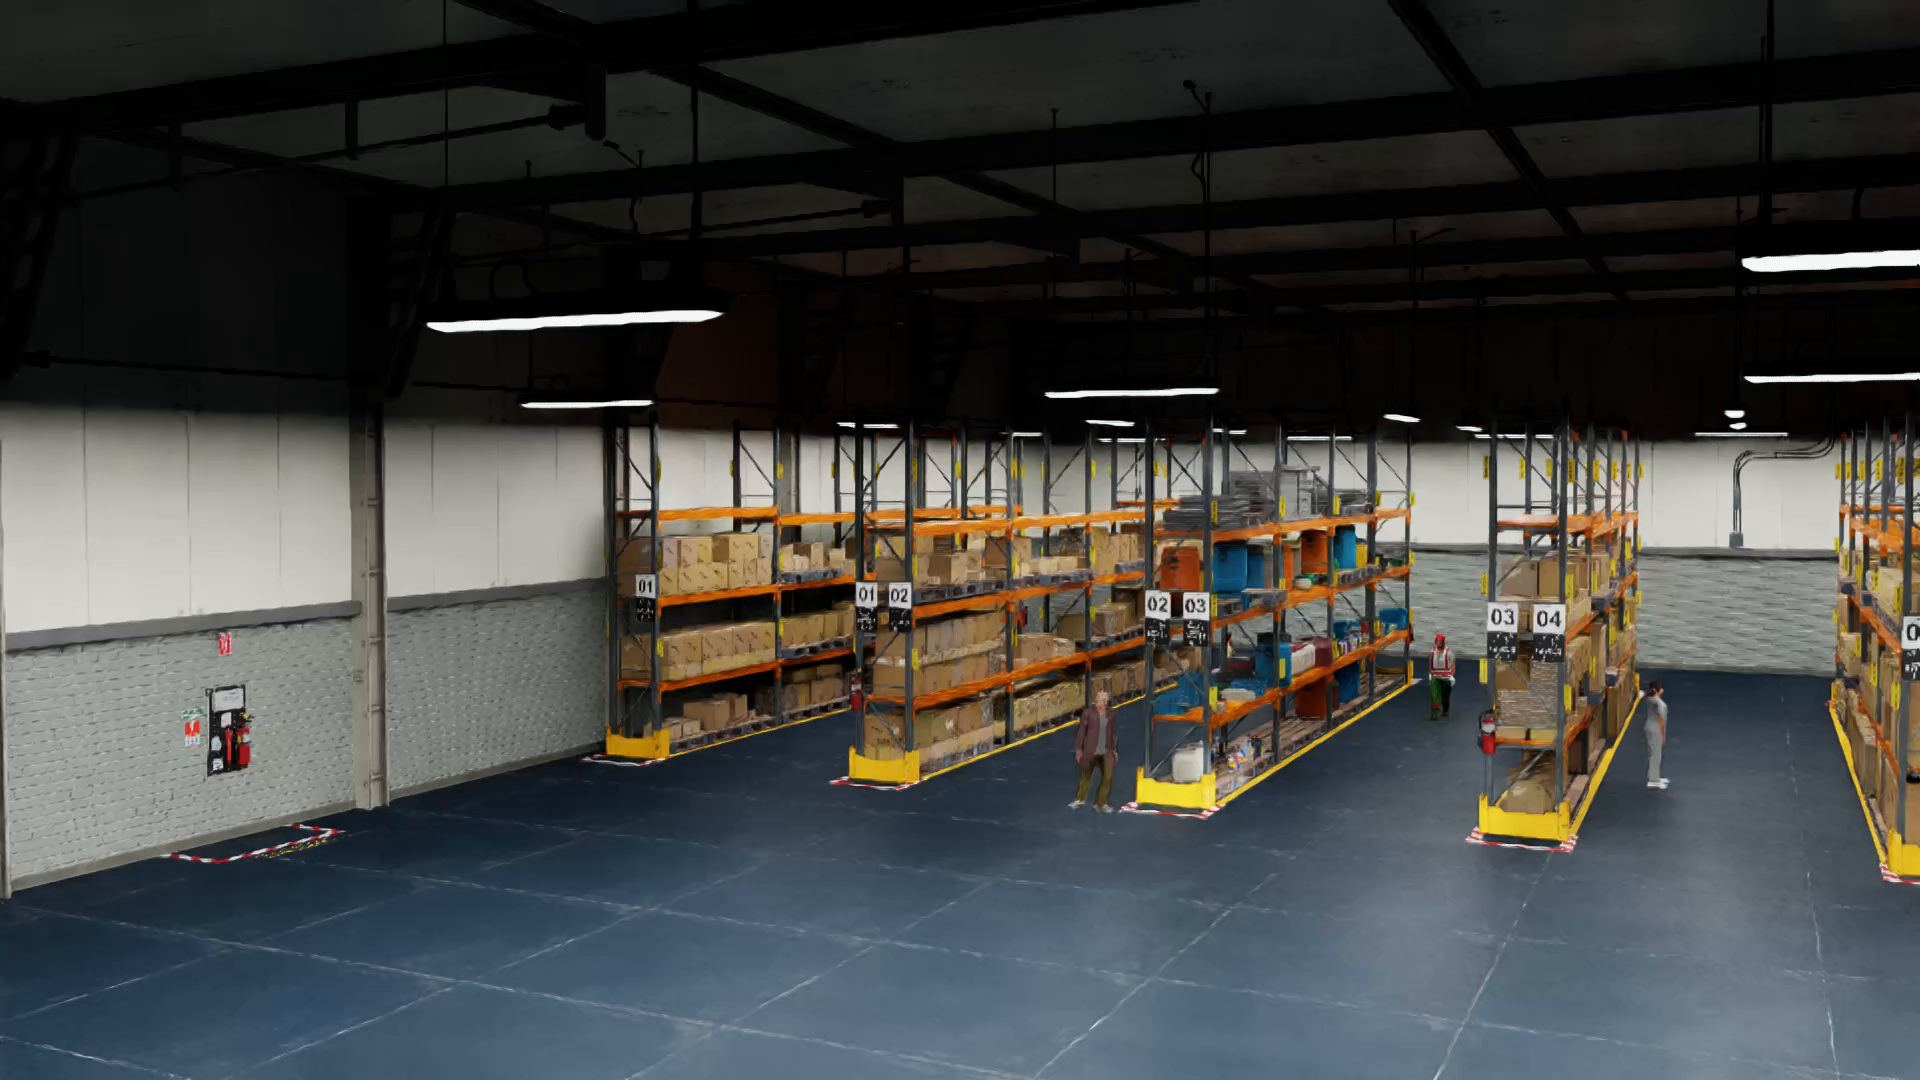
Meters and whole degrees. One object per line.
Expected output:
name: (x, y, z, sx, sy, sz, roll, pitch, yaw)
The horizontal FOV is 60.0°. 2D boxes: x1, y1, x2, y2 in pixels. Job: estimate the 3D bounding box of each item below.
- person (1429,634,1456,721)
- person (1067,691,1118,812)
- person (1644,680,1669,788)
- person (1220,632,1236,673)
person: (9.632, 2.733, 33.276, 0.565, 1.736, 1.044, 1, 3, 24)
person: (1.957, 3.098, 24.487, 0.734, 1.759, 0.565, -1, 2, -13)
person: (11.036, 3.039, 26.279, 0.441, 1.662, 0.496, 0, 2, -3)
person: (5.534, 2.737, 34.140, 0.441, 1.632, 0.493, 0, 2, -4)
